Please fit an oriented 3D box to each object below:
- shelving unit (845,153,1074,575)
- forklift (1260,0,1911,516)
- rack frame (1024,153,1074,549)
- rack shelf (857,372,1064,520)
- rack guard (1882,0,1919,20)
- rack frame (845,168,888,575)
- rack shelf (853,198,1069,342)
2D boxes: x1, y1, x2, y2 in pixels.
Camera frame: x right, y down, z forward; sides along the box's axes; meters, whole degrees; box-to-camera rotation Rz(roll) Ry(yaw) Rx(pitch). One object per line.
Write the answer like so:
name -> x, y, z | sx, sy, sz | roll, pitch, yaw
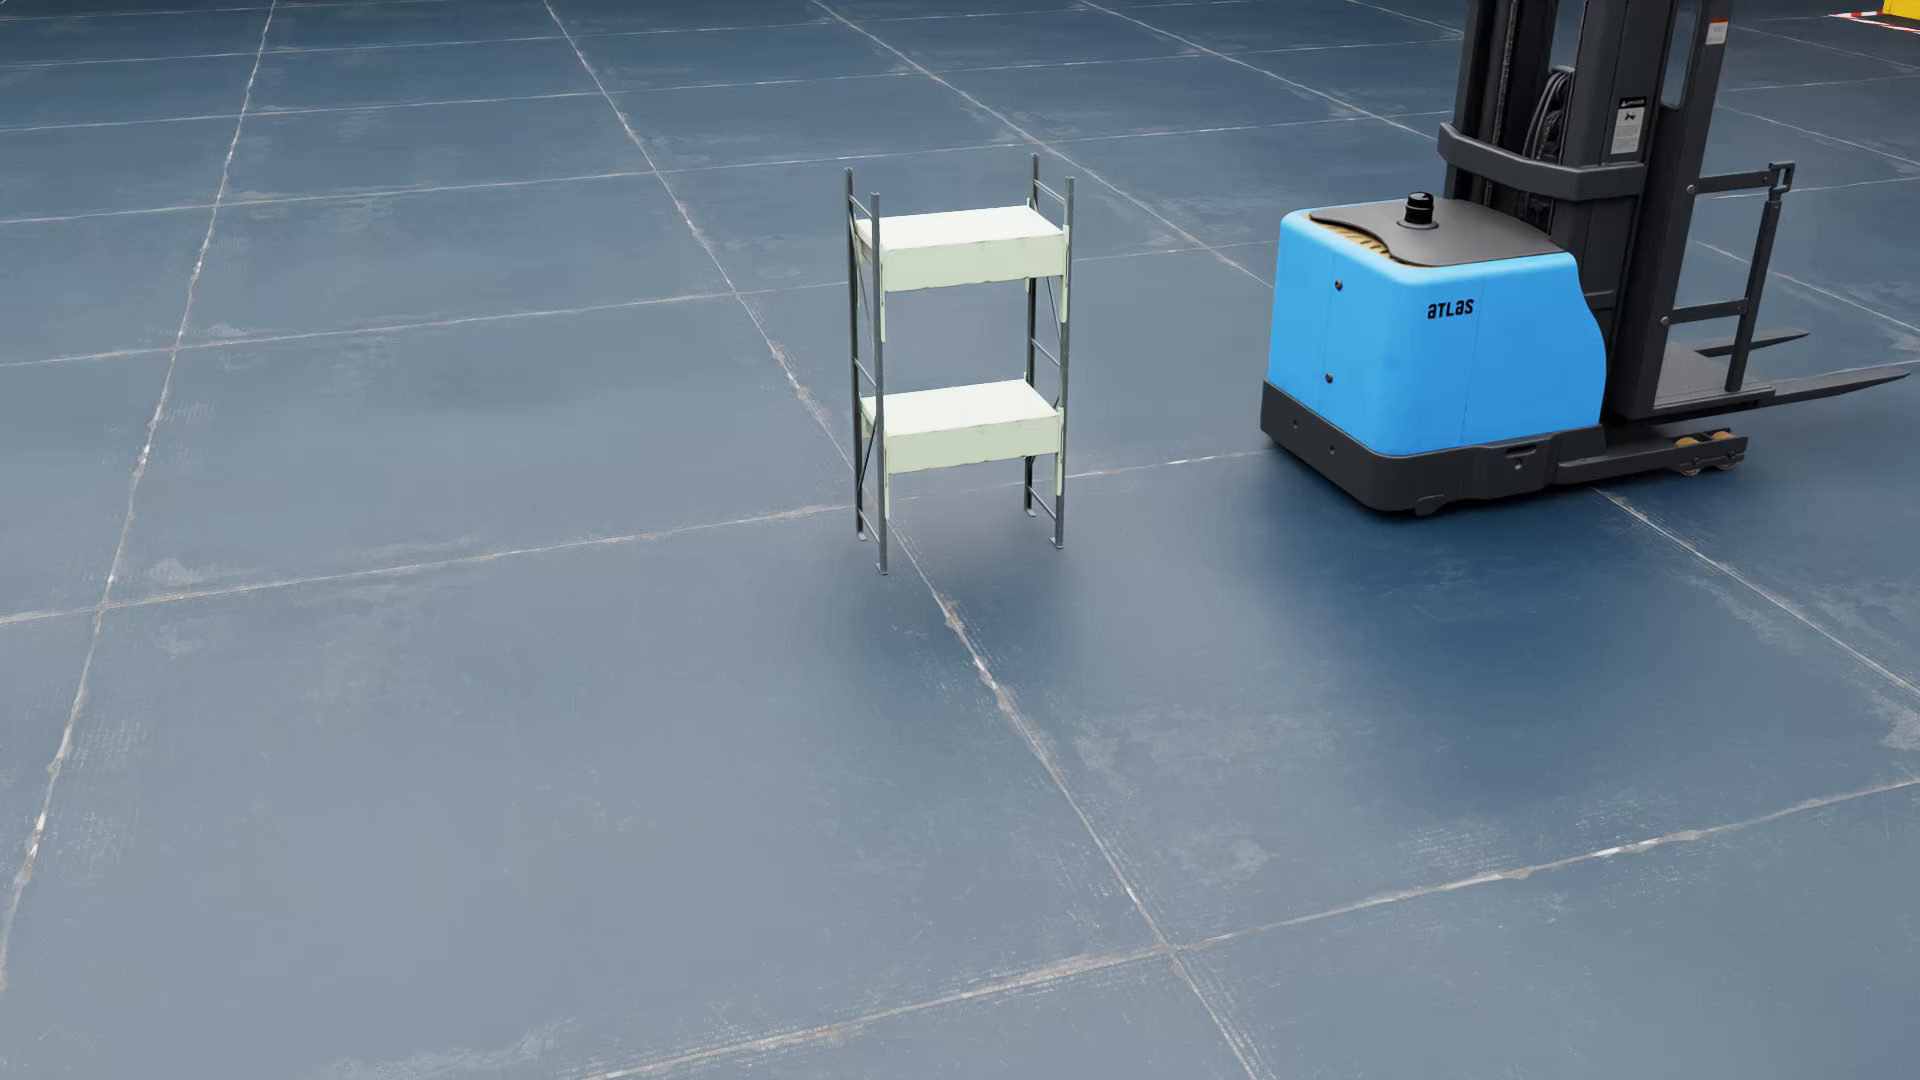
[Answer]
shelving unit -> -0.006, -0.671, 6.415 | 0.755, 1.500, 0.431 | -8, 28, -16
forklift -> 2.946, -1.805, 7.089 | 3.031, 2.935, 1.130 | -9, 28, -18
rack frame -> 0.342, -0.721, 6.516 | 0.023, 1.500, 0.400 | -8, 28, -16
rack shelf -> -0.006, -0.379, 6.560 | 0.720, 0.370, 0.431 | -8, 28, -16
rack guard -> 10.687, -5.937, 18.147 | 0.348, 0.500, 1.175 | -8, 28, -16
rack frame -> -0.354, -0.620, 6.313 | 0.023, 1.500, 0.400 | -8, 28, -16
rack shelf -> -0.006, -1.020, 6.241 | 0.720, 0.370, 0.431 | -8, 28, -16
